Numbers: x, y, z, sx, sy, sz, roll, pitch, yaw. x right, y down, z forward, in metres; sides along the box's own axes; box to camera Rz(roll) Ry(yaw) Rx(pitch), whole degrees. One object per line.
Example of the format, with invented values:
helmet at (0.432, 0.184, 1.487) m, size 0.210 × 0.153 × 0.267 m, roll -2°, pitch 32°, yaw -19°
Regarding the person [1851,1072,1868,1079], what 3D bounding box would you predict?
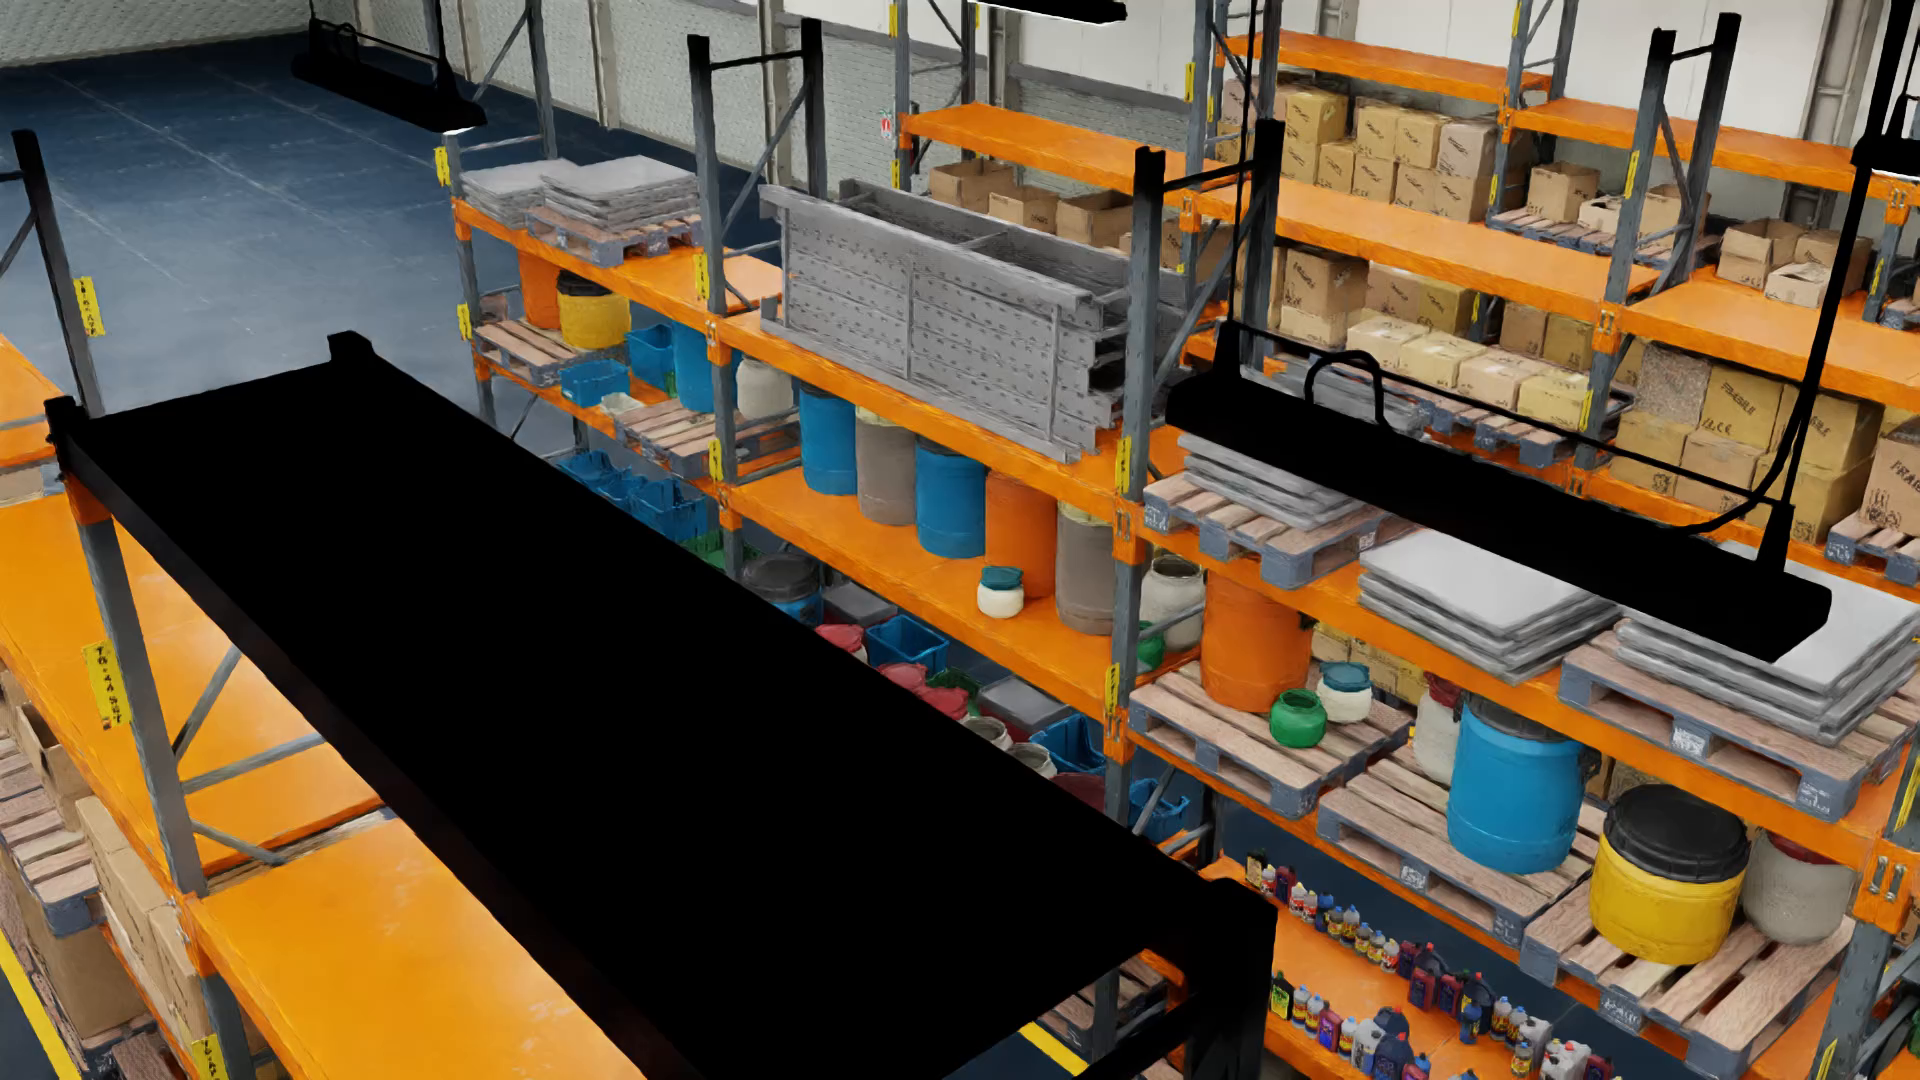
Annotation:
person at (6.127, 2.950, 10.067) m, size 0.417 × 1.517 × 1.037 m, roll -20°, pitch 33°, yaw -34°
